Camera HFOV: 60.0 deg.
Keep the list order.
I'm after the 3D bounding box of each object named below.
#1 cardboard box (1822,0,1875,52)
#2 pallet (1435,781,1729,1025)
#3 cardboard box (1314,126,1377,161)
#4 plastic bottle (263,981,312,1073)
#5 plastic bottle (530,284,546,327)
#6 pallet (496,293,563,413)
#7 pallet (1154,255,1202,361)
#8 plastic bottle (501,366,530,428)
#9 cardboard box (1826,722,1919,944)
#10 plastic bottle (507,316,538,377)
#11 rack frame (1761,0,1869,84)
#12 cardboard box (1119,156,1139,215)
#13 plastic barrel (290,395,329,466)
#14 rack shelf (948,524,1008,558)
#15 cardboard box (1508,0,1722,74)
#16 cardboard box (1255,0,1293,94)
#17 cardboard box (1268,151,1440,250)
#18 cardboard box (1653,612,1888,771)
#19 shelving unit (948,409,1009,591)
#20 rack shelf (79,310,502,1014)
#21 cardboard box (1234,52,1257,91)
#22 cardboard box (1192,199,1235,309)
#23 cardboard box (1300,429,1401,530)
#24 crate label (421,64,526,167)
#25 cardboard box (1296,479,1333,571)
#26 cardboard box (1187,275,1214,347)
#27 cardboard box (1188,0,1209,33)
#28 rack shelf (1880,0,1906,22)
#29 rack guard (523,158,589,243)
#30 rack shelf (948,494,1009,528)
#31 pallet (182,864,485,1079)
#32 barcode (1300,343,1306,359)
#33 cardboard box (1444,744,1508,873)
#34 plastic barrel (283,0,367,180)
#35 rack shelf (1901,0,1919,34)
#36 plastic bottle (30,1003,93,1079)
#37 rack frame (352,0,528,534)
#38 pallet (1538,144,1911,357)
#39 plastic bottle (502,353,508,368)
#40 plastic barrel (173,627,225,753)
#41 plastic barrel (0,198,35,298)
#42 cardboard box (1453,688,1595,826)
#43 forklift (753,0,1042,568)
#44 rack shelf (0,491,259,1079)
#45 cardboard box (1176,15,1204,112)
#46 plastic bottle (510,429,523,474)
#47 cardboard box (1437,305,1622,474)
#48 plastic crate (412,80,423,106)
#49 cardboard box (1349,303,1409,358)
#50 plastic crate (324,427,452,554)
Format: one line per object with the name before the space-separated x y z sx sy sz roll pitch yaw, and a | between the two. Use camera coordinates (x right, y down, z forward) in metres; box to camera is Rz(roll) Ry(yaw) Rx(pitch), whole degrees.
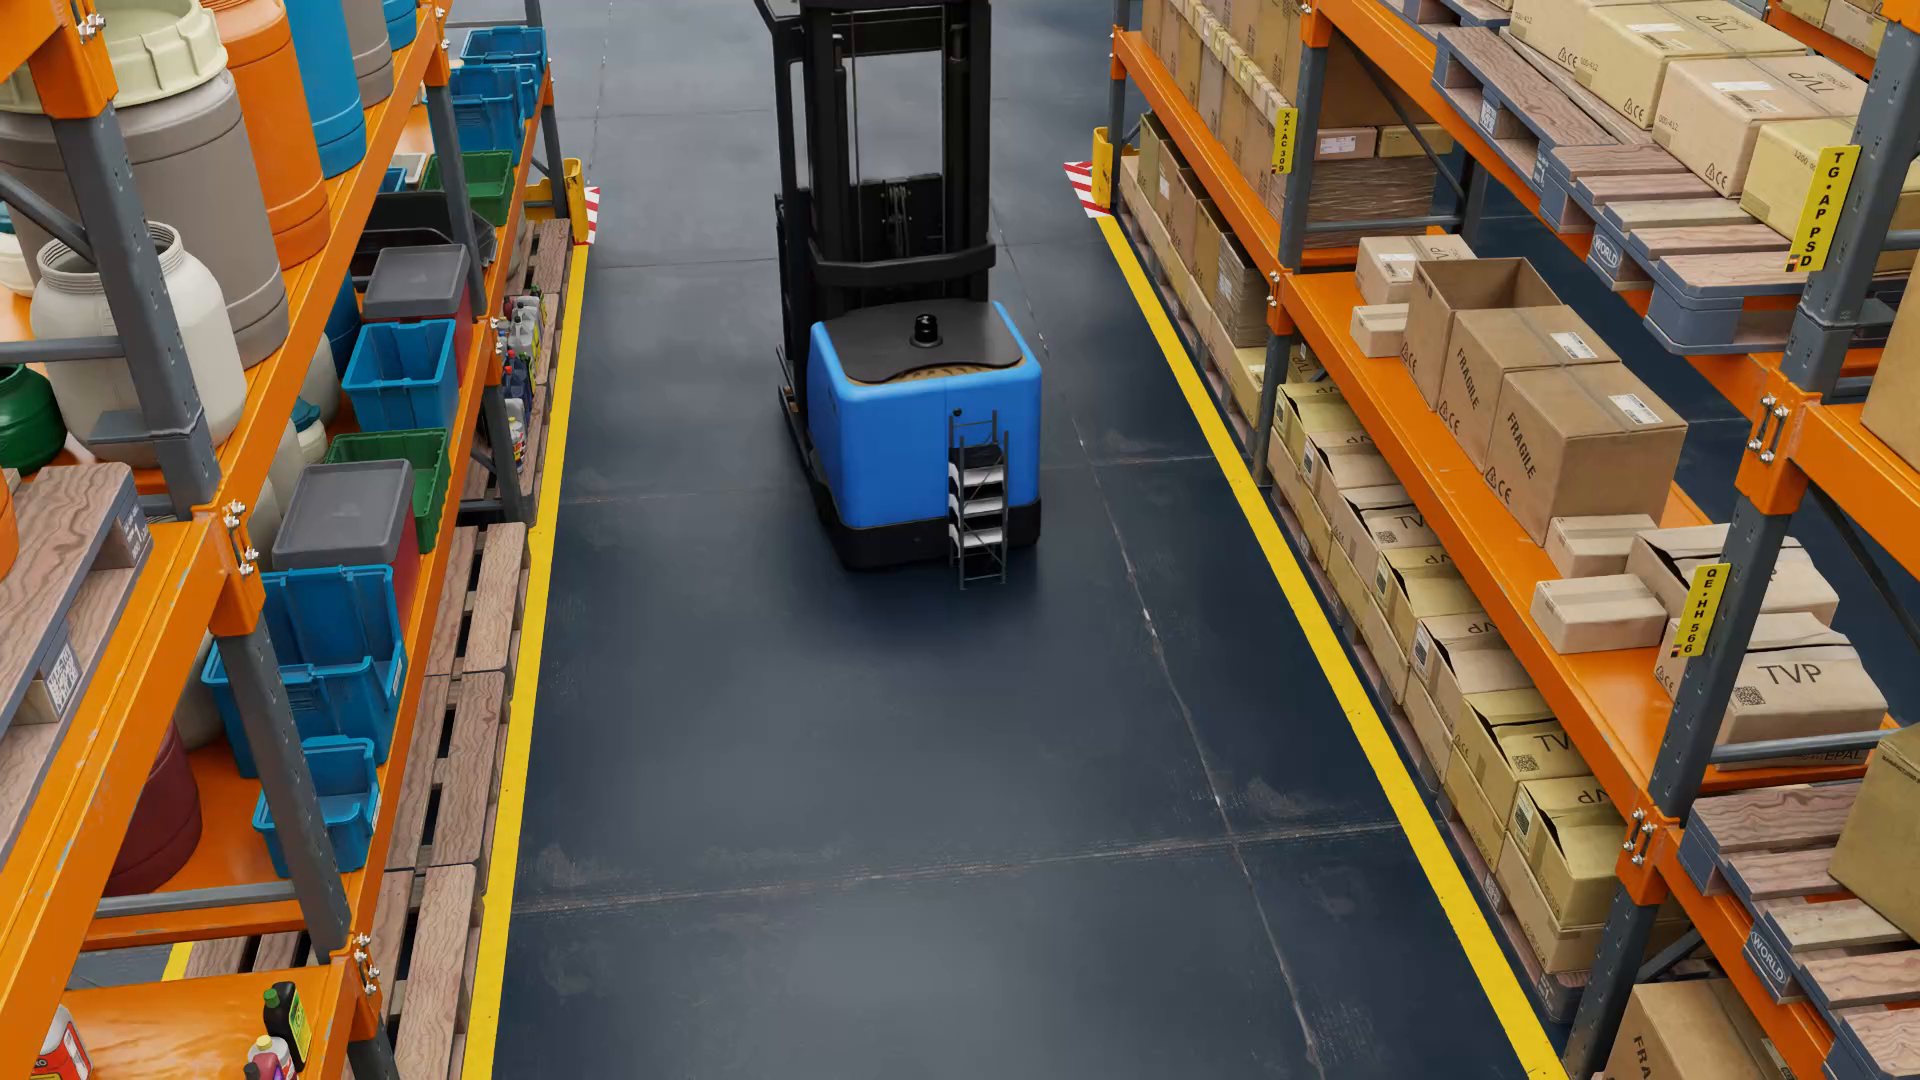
cardboard box | 6.333 -3.564 11.431 0.500 0.250 0.500 -5 35 -8
pallet | 2.594 1.329 6.613 1.003 0.211 1.213 -4 35 -6
cardboard box | 1.879 -2.038 8.412 0.380 0.149 0.250 -4 35 -6
plastic bottle | -1.765 1.254 4.350 0.061 0.283 0.133 -4 35 -6
plastic bottle | -2.603 -1.456 10.245 0.061 0.283 0.133 -4 34 -5
pallet | -2.997 -1.128 10.218 1.003 0.211 1.213 -4 35 -6
pallet | 1.895 -1.570 10.867 1.003 0.211 1.213 -4 35 -6
plastic bottle | -2.478 -0.789 9.206 0.144 0.351 0.185 -3 34 -5
cardboard box | 2.863 0.767 4.499 0.700 0.500 0.500 -16 37 -22
plastic bottle | -2.561 -1.132 9.709 0.144 0.351 0.185 -5 35 -7
rack frame | 6.498 -4.203 12.253 1.000 3.000 0.127 -4 35 -6
cardboard box | 1.442 -2.547 11.892 0.500 0.250 0.500 -4 35 -6
plastic barrel | -2.755 -0.413 6.815 0.301 0.262 0.301 0 34 0
rack shelf | 0.089 -0.014 8.350 0.258 0.077 0.200 -8 35 -12
cardboard box | 2.325 -1.873 5.931 0.500 0.250 0.500 -7 35 -10
cardboard box | 1.993 -2.700 8.807 0.700 0.500 0.500 -4 35 -6
cardboard box | 2.062 -1.882 8.759 0.700 0.500 0.500 -5 35 -8
cardboard box | 2.661 0.469 5.477 0.500 0.311 0.500 -2 34 -3
shelving unit | 0.089 -0.190 8.230 0.258 0.900 0.210 -8 35 -12
rack shelf | -2.512 0.193 6.442 1.077 0.370 4.000 -4 35 -6
cardboard box | 1.744 -2.606 9.246 0.380 0.149 0.250 -5 35 -7
cardboard box | 1.723 -1.741 10.044 0.500 0.500 0.500 -4 35 -6
cardboard box | 1.999 -0.333 8.146 0.500 0.311 0.500 -5 35 -7
crate label | -2.803 -2.460 9.665 0.502 0.435 0.616 -4 35 -6
cardboard box | 2.004 -0.101 8.304 0.500 0.250 0.500 -4 34 -5
cardboard box | 1.710 -1.430 10.254 0.500 0.250 0.500 -4 35 -6
cardboard box | 1.605 -3.181 10.089 0.380 0.149 0.250 -5 35 -7
rack shelf | 2.397 -2.494 5.412 1.077 0.370 4.000 -4 35 -6
rack guard | -3.262 -2.381 11.799 1.175 0.500 0.348 -4 35 -6
rack shelf | 0.089 -0.162 8.248 0.258 0.077 0.200 -8 35 -12
pallet | -2.308 1.729 6.025 1.003 0.211 1.213 -4 35 -6
barcode | 1.750 -0.965 8.479 0.001 0.075 0.075 -4 35 -6
cardboard box | 2.281 1.039 6.630 0.500 0.250 0.500 -5 35 -7
plastic barrel | -2.321 -1.670 5.428 0.600 0.901 0.708 -4 35 -6
rack shelf | 2.935 -0.262 2.137 1.077 0.370 4.000 -4 35 -6
plastic bottle | -2.354 1.318 4.263 0.152 0.276 0.135 -4 35 -6
rack frame | -2.781 -1.220 7.877 1.000 3.000 0.127 -4 35 -6
pallet | 2.486 -0.895 4.903 1.213 0.211 1.003 -3 34 -4
plastic bottle | -2.560 -0.941 9.499 0.097 0.271 0.097 0 34 0
plastic barrel | -2.593 0.408 5.389 0.421 0.512 0.421 0 34 0
plastic barrel | -2.645 -0.862 4.811 0.301 0.262 0.301 0 34 0
cardboard box | 2.275 0.807 6.473 0.500 0.311 0.500 -5 35 -7
forklift | -0.447 -1.895 8.929 1.130 2.935 3.031 -8 35 -12
rack shelf | -1.974 1.186 2.322 1.077 0.370 4.000 -4 35 -6
cardboard box | 1.777 -3.035 10.451 0.700 0.500 0.500 -4 34 -6
plastic bottle | -2.389 -0.486 8.831 0.097 0.271 0.097 0 34 0
cardboard box | 2.354 -0.631 6.924 0.500 0.500 0.500 -4 35 -6
plastic crate | -3.517 -2.820 10.458 0.298 0.136 0.250 -4 35 -6
cardboard box | 2.045 -0.979 7.747 0.380 0.149 0.250 -4 35 -6
plastic crate | -2.267 -0.182 6.542 0.450 0.188 0.662 -4 35 -6
